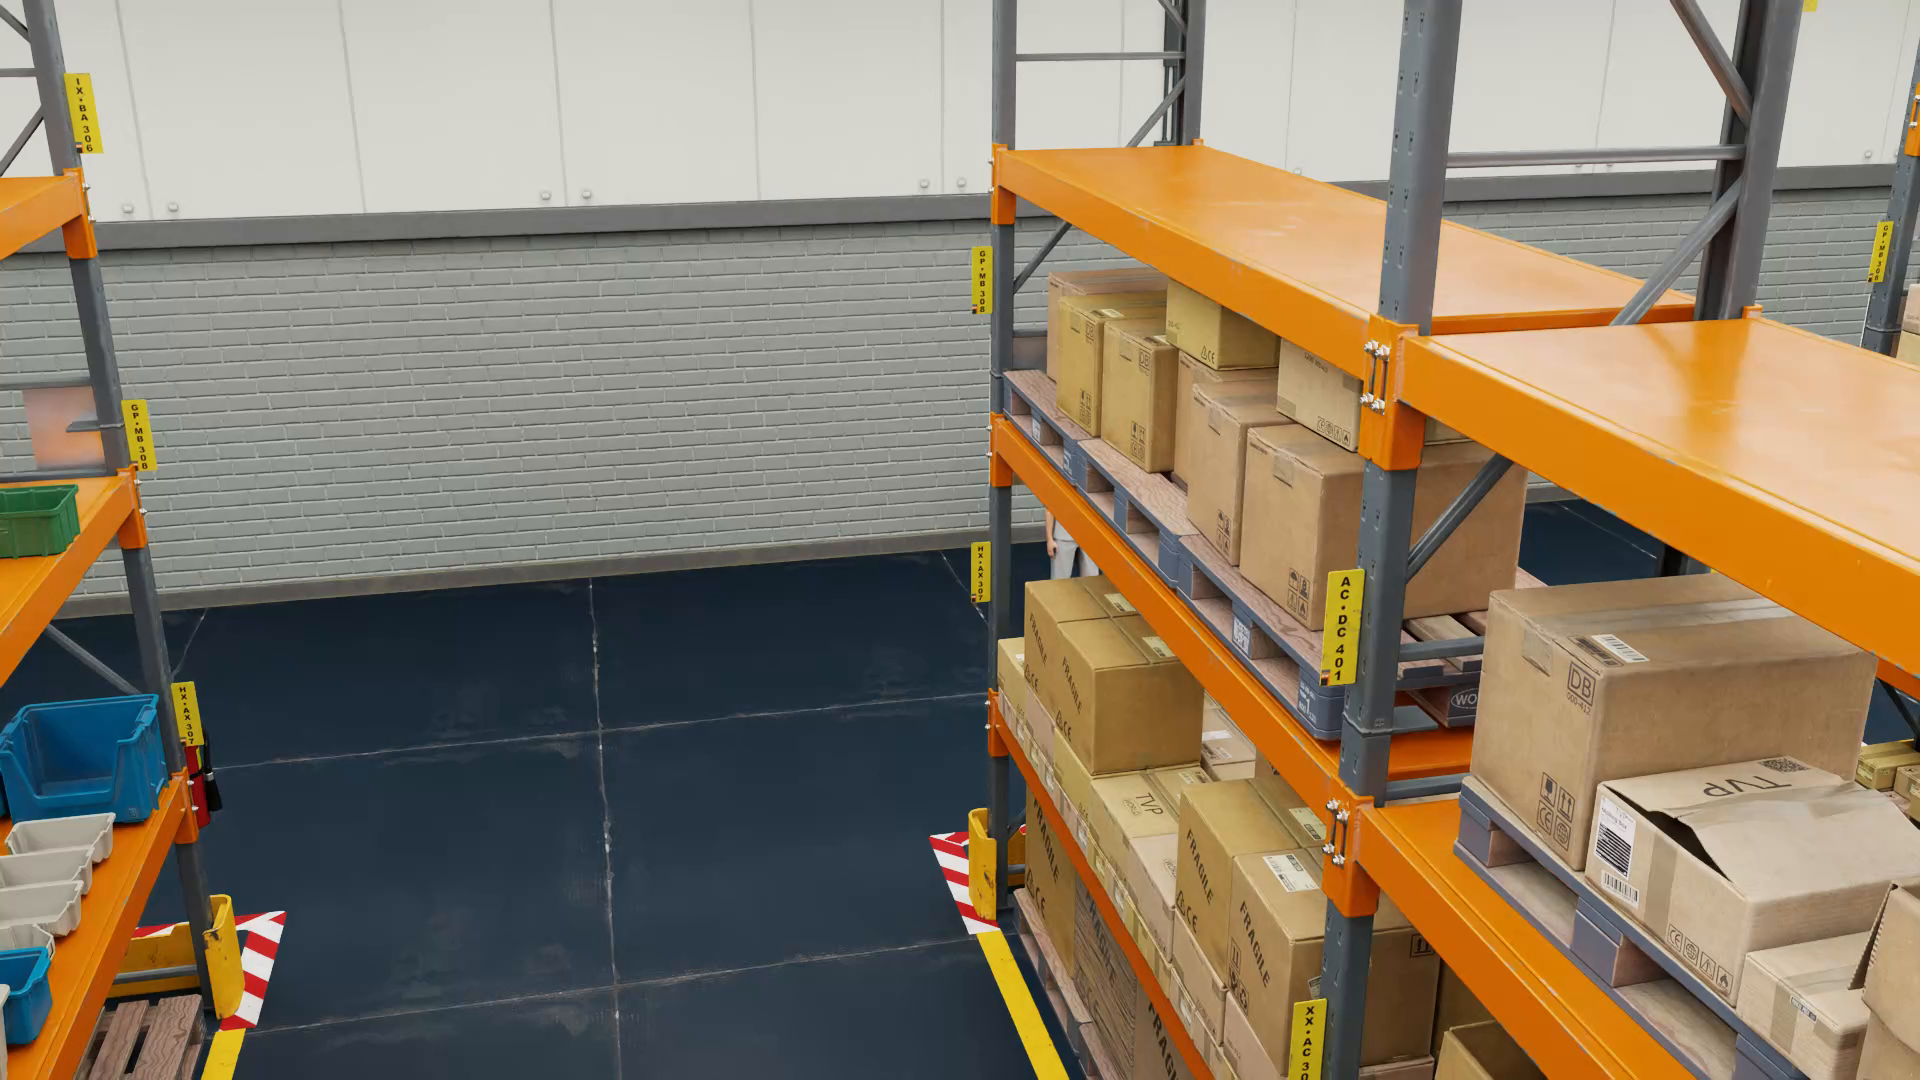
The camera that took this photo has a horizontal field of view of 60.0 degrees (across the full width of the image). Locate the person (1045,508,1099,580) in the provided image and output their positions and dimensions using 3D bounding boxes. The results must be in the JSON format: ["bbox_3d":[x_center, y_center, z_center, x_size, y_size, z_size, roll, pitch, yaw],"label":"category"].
[{"bbox_3d":[0.869,0.012,12.324,0.502,1.671,0.416,-6,20,-15],"label":"person"}]
